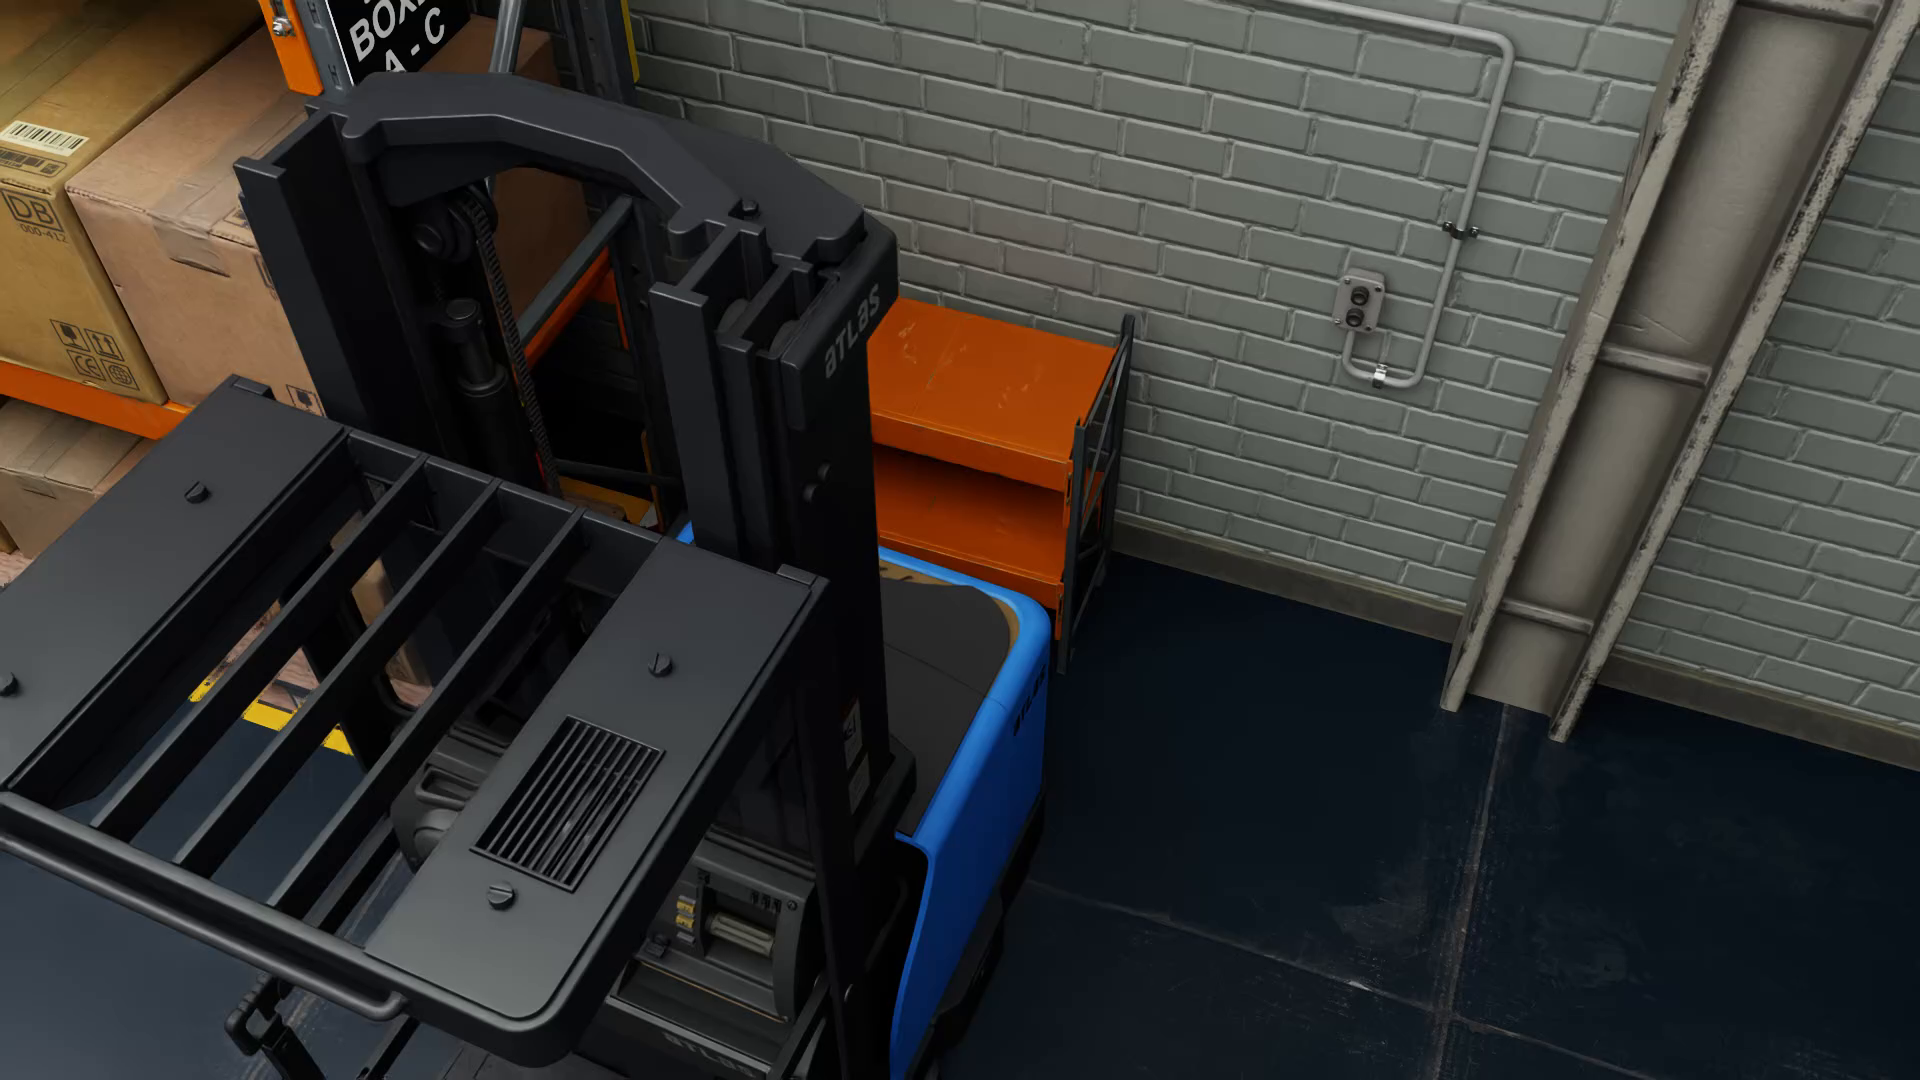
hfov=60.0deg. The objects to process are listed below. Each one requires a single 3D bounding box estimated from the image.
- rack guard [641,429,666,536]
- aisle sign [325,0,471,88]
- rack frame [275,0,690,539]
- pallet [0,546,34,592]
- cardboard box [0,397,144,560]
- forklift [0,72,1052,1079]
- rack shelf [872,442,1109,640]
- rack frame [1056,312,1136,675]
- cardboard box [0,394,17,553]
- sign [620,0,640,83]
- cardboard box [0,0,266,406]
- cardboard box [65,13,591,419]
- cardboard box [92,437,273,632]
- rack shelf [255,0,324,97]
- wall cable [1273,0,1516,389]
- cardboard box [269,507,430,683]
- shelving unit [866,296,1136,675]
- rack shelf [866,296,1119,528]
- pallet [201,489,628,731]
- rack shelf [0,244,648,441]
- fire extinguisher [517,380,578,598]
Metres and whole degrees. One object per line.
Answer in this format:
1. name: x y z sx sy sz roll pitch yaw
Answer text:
1. rack guard: -1.046 0.224 5.225 0.348 0.500 1.175 16 51 13
2. aisle sign: -1.105 -1.221 3.103 0.004 0.787 0.394 16 51 13
3. rack frame: -1.069 -0.601 4.286 0.127 3.000 1.000 16 51 13
4. pallet: -2.986 -0.162 5.751 1.213 0.211 1.003 16 51 13
5. cardboard box: -2.701 -0.294 5.396 0.500 0.500 0.700 14 51 12
6. forklift: -0.807 0.778 3.136 1.130 2.935 3.031 18 52 15
7. rack shelf: -0.067 -0.084 5.402 1.000 0.278 0.538 15 51 13
8. rack frame: 0.411 -0.113 5.104 0.032 1.125 0.500 15 51 13
9. cardboard box: -3.204 -0.429 5.513 0.500 0.500 0.700 17 51 14
10. sign: -0.871 -1.302 4.268 0.005 0.325 0.100 16 51 13
11. cardboard box: -2.237 -1.008 4.440 0.700 0.700 0.980 15 51 13
12. cardboard box: -1.550 -0.826 4.282 0.700 0.700 0.980 18 51 15
13. cardboard box: -2.229 -0.163 5.283 0.500 0.500 0.700 15 51 13
14. rack shelf: -2.945 -1.871 3.878 4.000 0.370 1.077 16 51 13
15. wall cable: 0.460 -1.269 4.192 1.851 1.984 0.084 16 51 13
16. cardboard box: -1.760 -0.032 5.169 0.500 0.500 0.700 16 51 13
17. shelving unit: -0.067 -0.245 5.217 1.048 1.125 0.538 15 51 13
18. rack shelf: -0.067 -0.436 4.996 1.000 0.278 0.538 15 51 13
19. pallet: -1.846 0.159 5.473 1.213 0.211 1.003 16 51 13
20. rack shelf: -2.945 -0.889 5.012 4.000 0.370 1.077 16 51 13
21. fire extinguisher: -1.087 -0.087 4.138 0.183 0.674 0.296 16 51 13
